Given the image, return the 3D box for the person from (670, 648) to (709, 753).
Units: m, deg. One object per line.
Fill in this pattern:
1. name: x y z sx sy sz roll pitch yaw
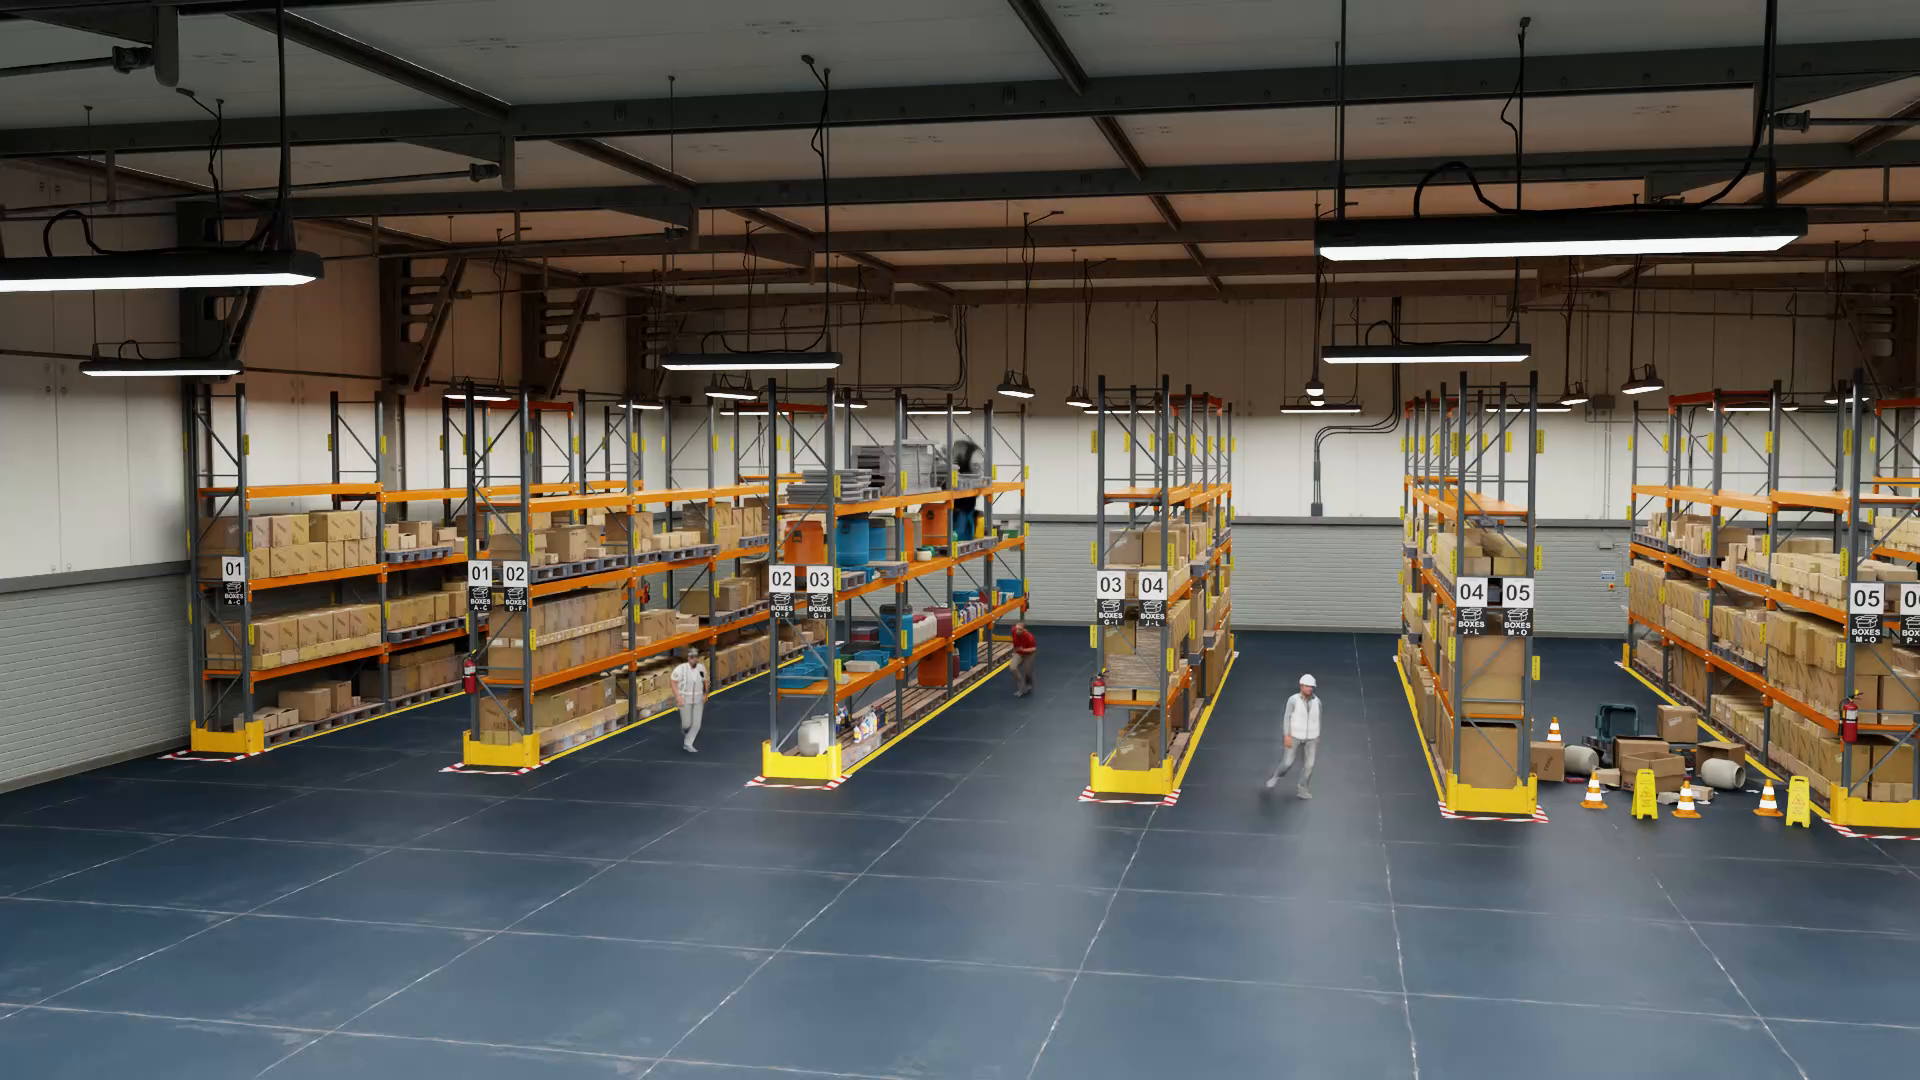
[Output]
1. person: -4.423 2.598 27.197 0.660 1.719 0.572 -1 4 -22

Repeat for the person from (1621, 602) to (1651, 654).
1. person: 16.166 1.890 39.685 0.833 1.747 0.583 0 3 -1

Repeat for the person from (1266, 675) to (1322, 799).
1. person: 4.758 2.767 23.605 0.710 1.749 0.600 0 3 -8

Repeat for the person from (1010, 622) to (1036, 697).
1. person: 1.296 2.369 33.278 0.653 1.530 1.154 1 4 23
